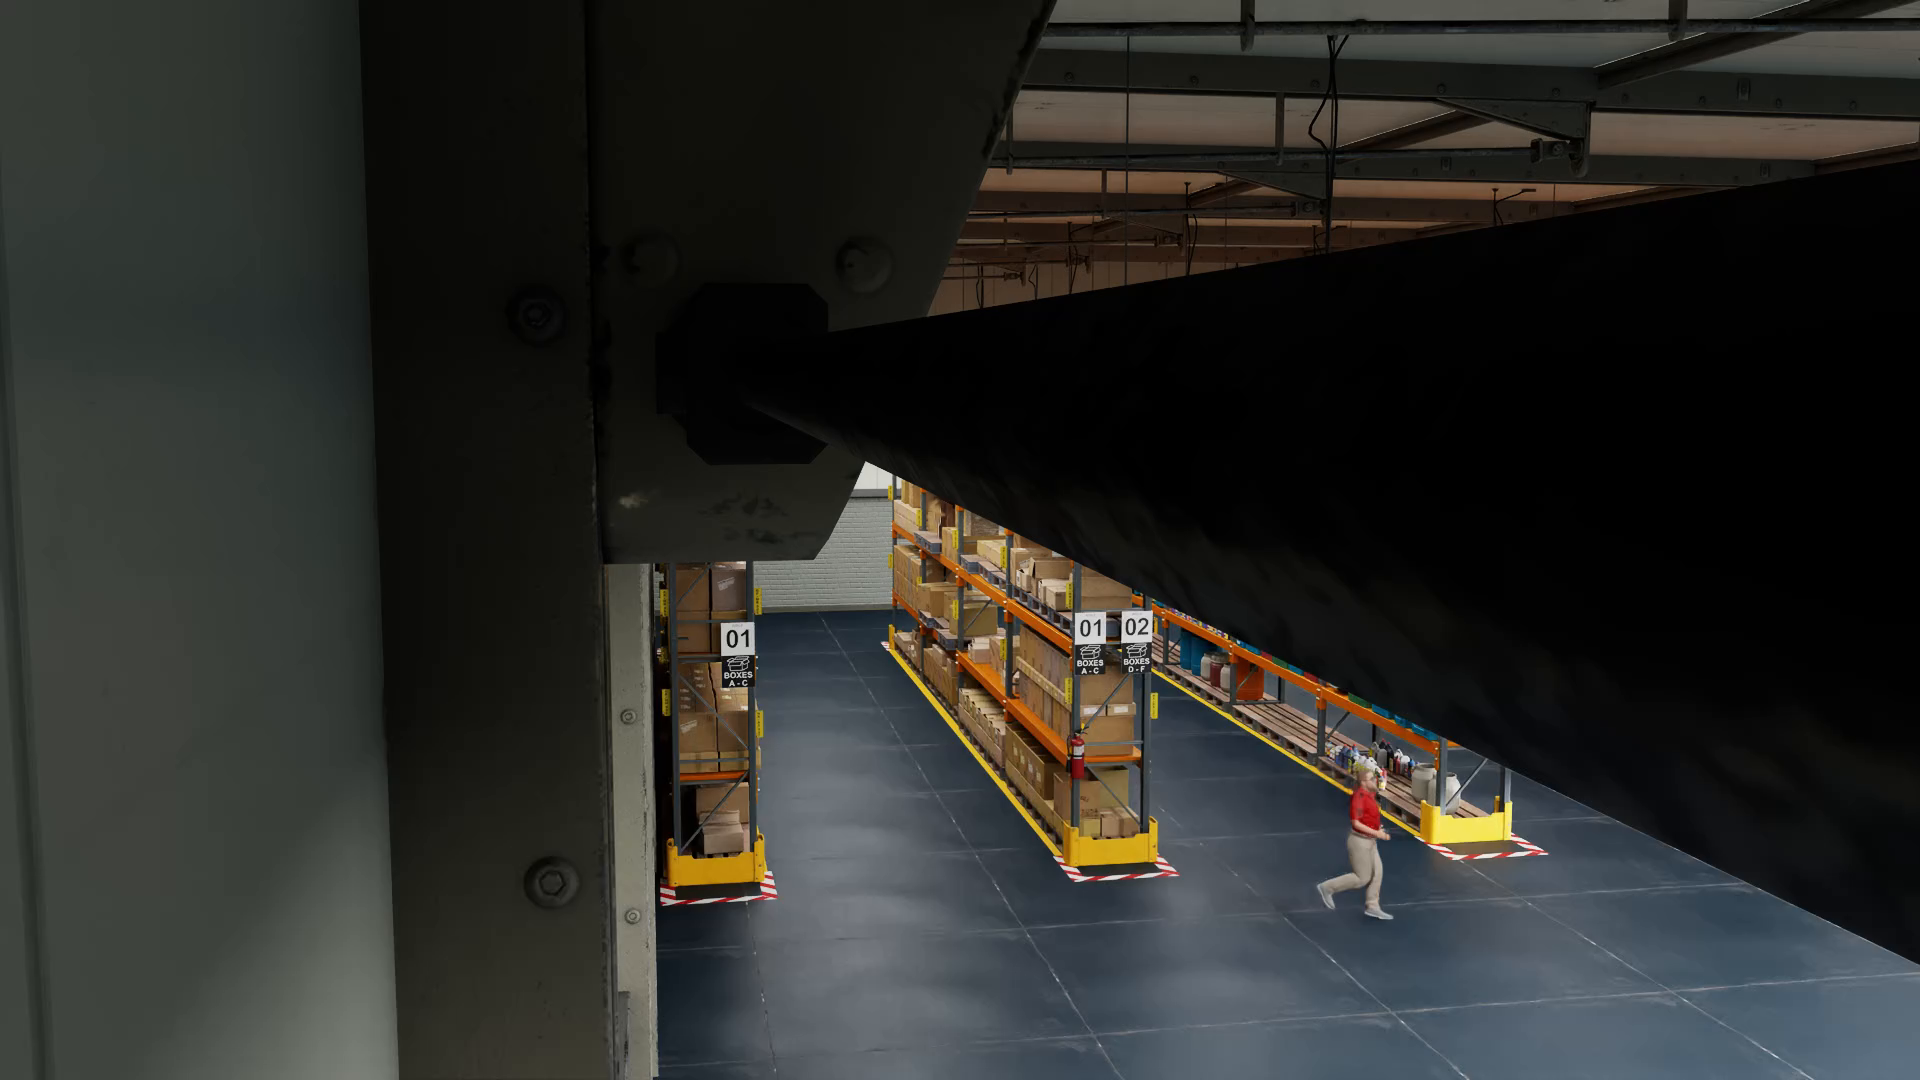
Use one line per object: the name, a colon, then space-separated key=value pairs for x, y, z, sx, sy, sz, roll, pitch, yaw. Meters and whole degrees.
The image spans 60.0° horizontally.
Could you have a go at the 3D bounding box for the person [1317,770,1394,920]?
person: x=4.525 y=3.481 z=18.935 sx=0.844 sy=1.676 sz=0.670 roll=2 pitch=7 yaw=19
